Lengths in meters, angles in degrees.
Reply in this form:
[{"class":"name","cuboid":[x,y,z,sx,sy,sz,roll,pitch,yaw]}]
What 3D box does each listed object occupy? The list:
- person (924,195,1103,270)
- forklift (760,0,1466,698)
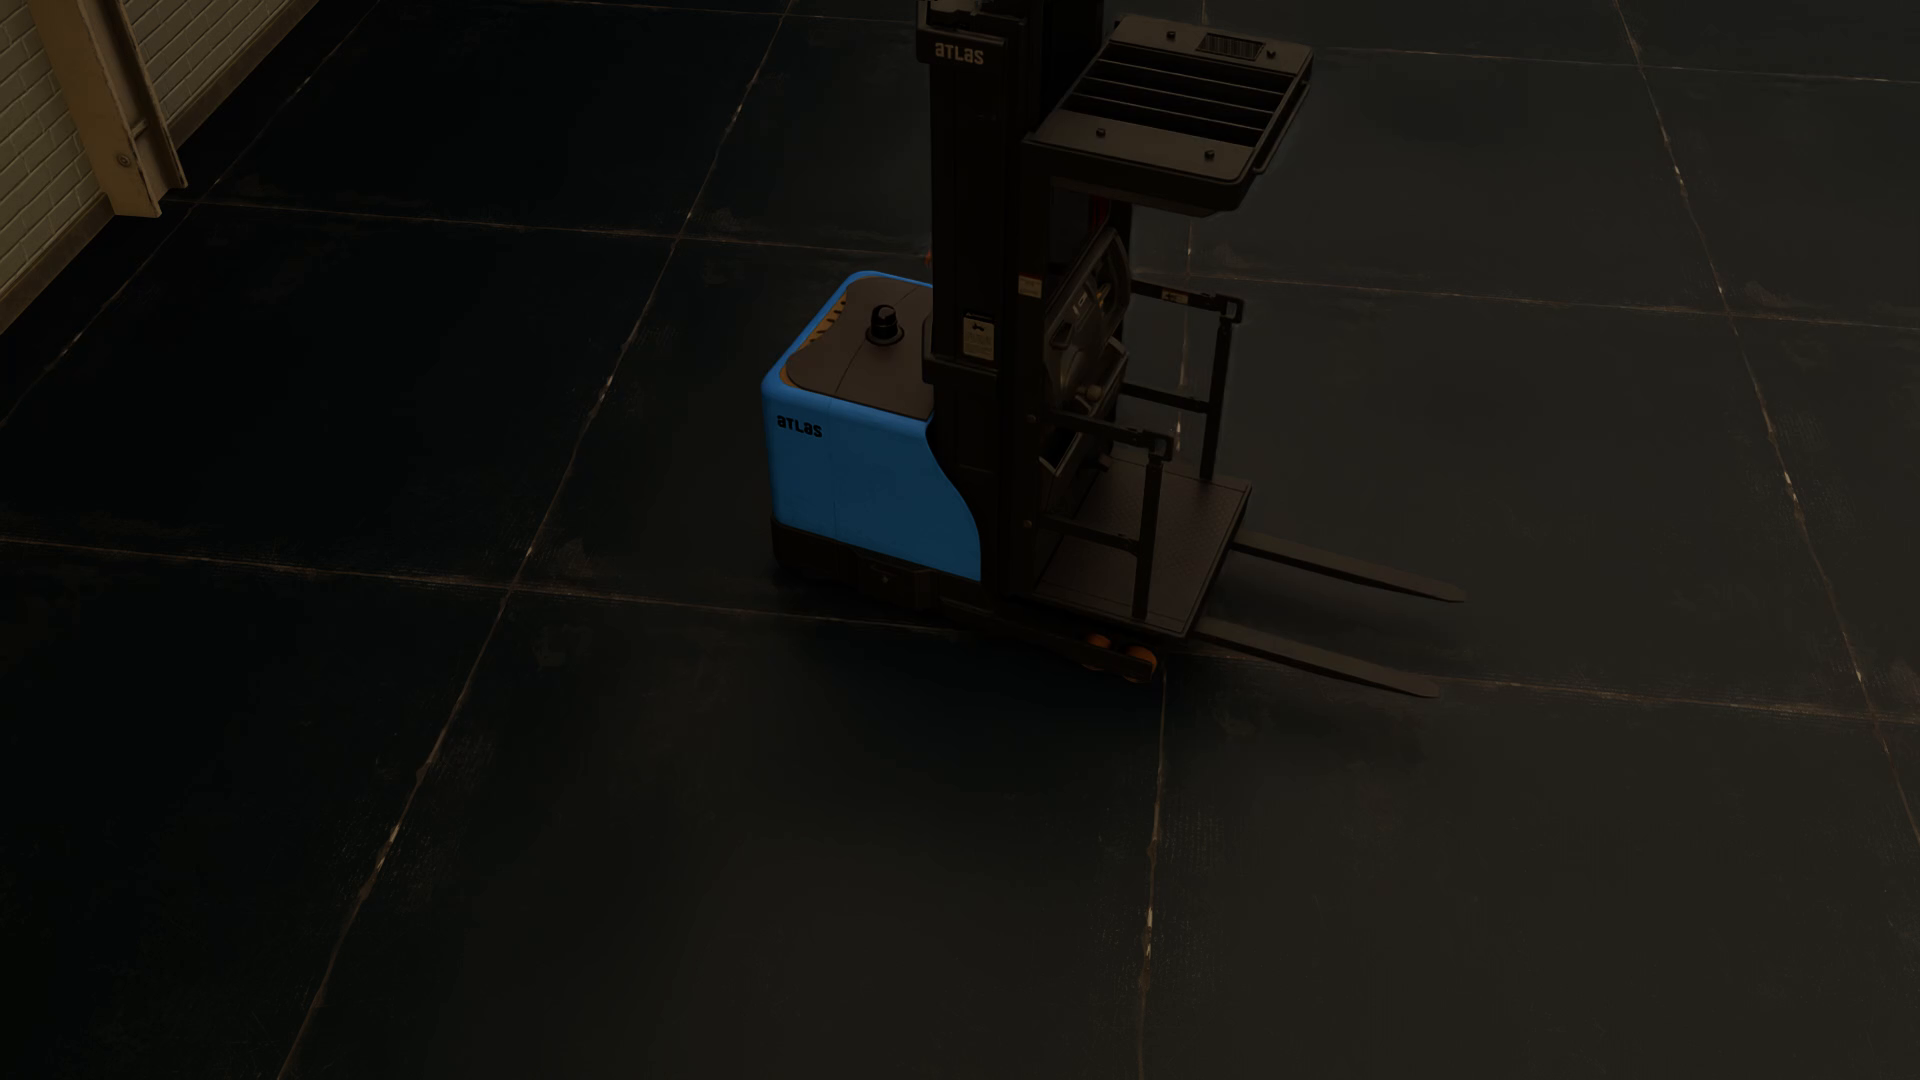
[{"class":"person","cuboid":[0.302,-1.559,8.543,0.977,1.444,0.956,-1,43,-1]},{"class":"forklift","cuboid":[0.701,-0.869,6.670,3.031,2.935,1.130,16,45,17]}]
